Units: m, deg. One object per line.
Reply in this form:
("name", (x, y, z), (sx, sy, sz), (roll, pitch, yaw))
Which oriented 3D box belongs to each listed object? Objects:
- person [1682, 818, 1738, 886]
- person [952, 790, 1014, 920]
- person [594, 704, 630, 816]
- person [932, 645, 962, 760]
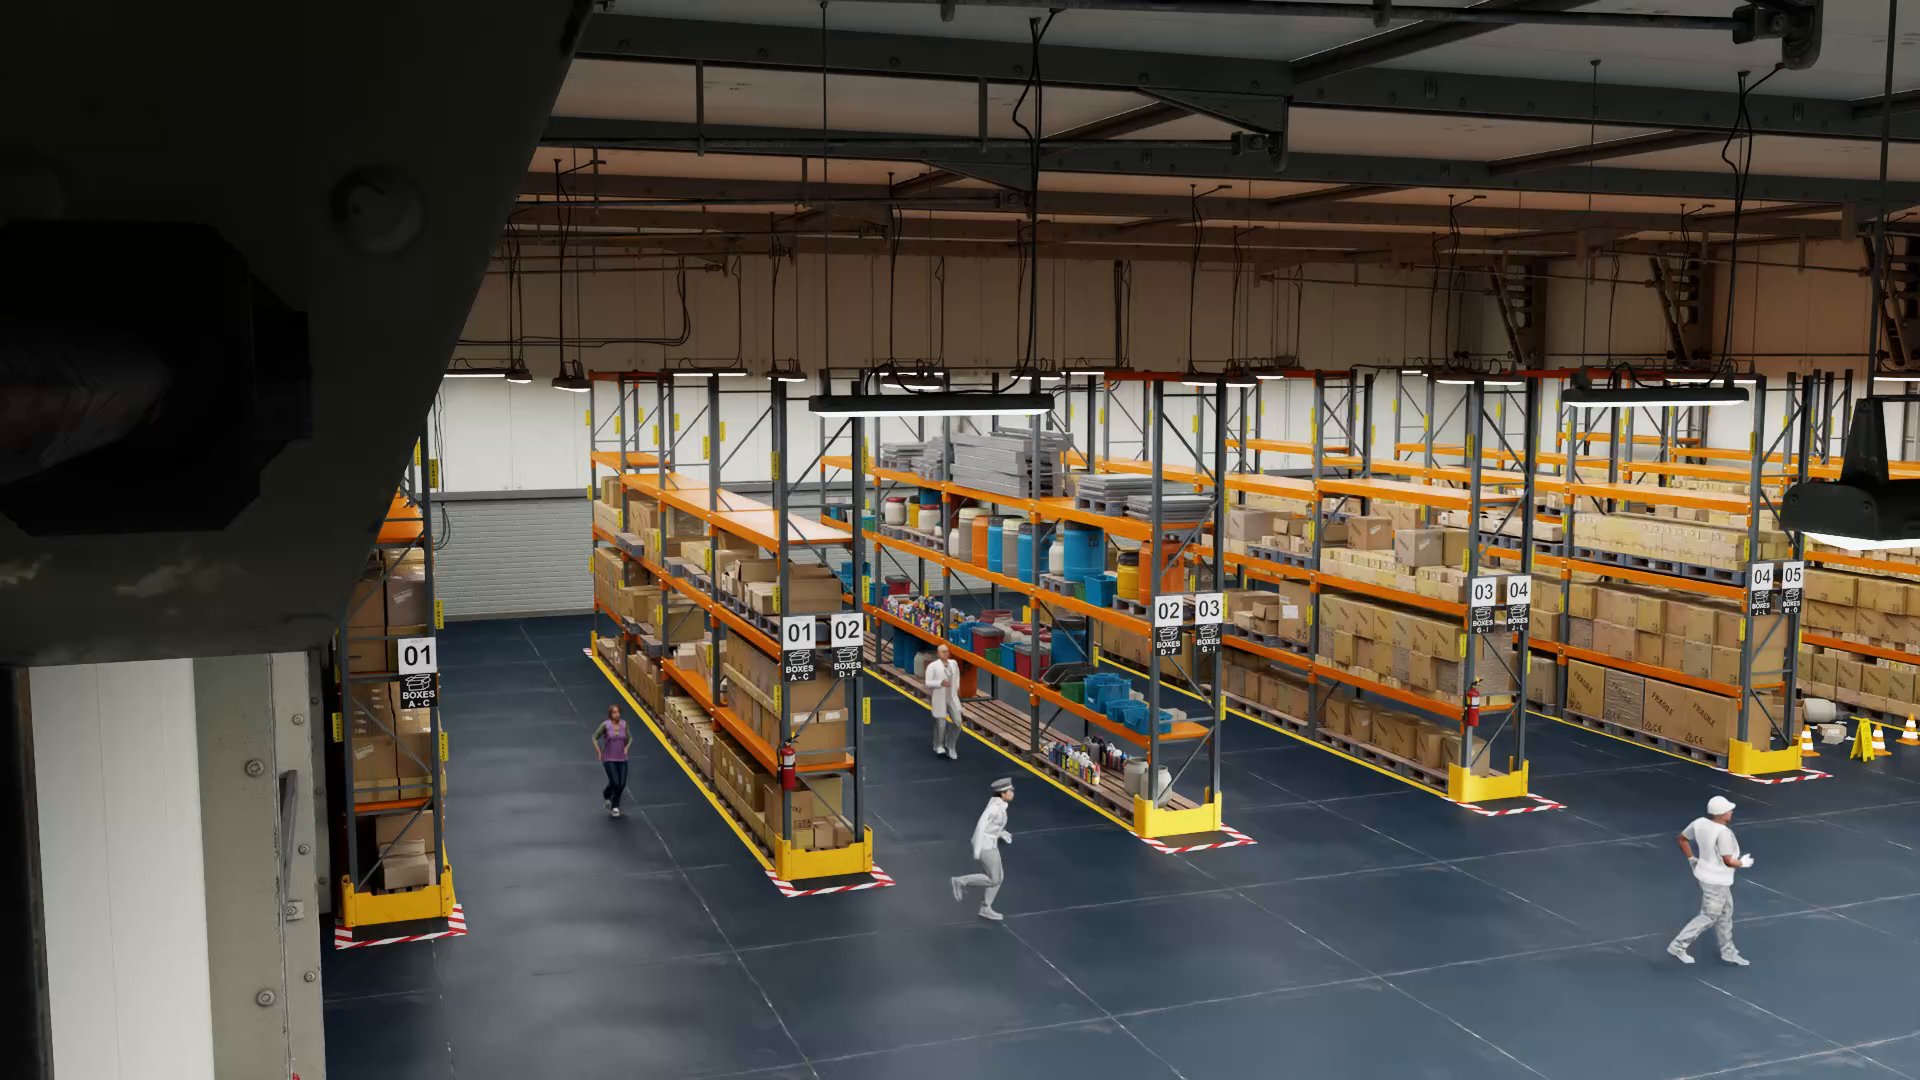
("person", (7.740, 3.209, 17.088), (0.458, 0.635, 0.636), (0, 6, 3))
("person", (0.255, 3.481, 18.727), (0.701, 1.563, 0.601), (0, 6, -1))
("person", (-4.717, 3.023, 22.701), (0.469, 1.559, 0.549), (-4, 7, -31))
("person", (-0.217, 2.548, 26.035), (0.650, 1.802, 0.752), (-3, 7, -24))
